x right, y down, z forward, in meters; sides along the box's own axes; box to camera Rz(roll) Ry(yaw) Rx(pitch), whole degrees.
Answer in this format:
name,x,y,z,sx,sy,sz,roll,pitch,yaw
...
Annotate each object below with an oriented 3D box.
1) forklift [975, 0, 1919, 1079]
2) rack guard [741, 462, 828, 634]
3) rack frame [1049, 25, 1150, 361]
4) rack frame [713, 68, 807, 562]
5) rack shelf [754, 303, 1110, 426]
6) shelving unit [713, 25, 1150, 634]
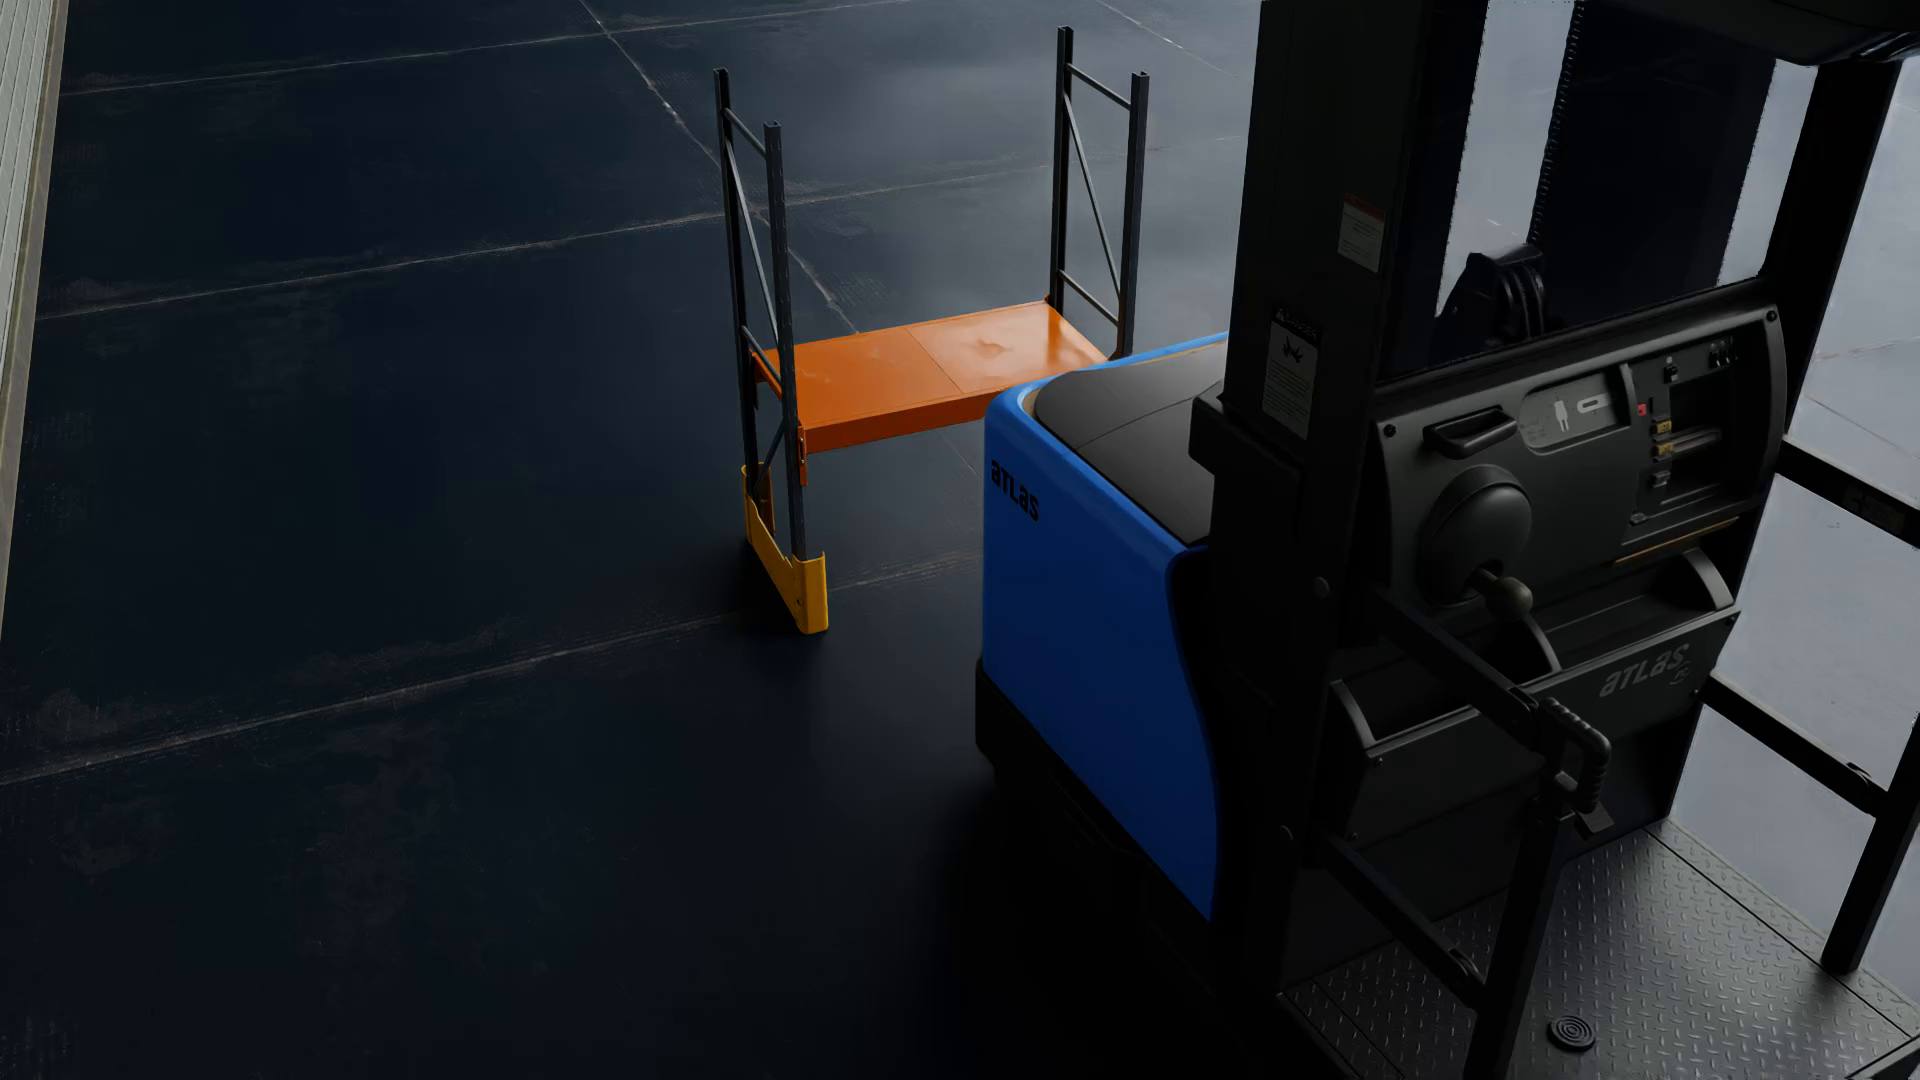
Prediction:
name,x,y,z,sx,sy,sz,roll,pitch,yaw
forklift,16.160,-1.266,4.508,29.544,2.935,13.453,-16,36,-23
rack guard,-0.529,0.016,4.995,0.087,0.250,0.587,-13,35,-19
rack frame,0.390,-0.718,4.978,0.032,1.500,0.500,-13,35,-19
rack frame,-0.547,-0.503,4.648,0.032,1.500,0.500,-13,35,-19
rack shelf,-0.079,-0.516,4.875,0.952,0.026,0.459,-13,35,-19
shelving unit,-0.070,-0.613,4.816,1.083,1.500,0.587,-13,35,-19
